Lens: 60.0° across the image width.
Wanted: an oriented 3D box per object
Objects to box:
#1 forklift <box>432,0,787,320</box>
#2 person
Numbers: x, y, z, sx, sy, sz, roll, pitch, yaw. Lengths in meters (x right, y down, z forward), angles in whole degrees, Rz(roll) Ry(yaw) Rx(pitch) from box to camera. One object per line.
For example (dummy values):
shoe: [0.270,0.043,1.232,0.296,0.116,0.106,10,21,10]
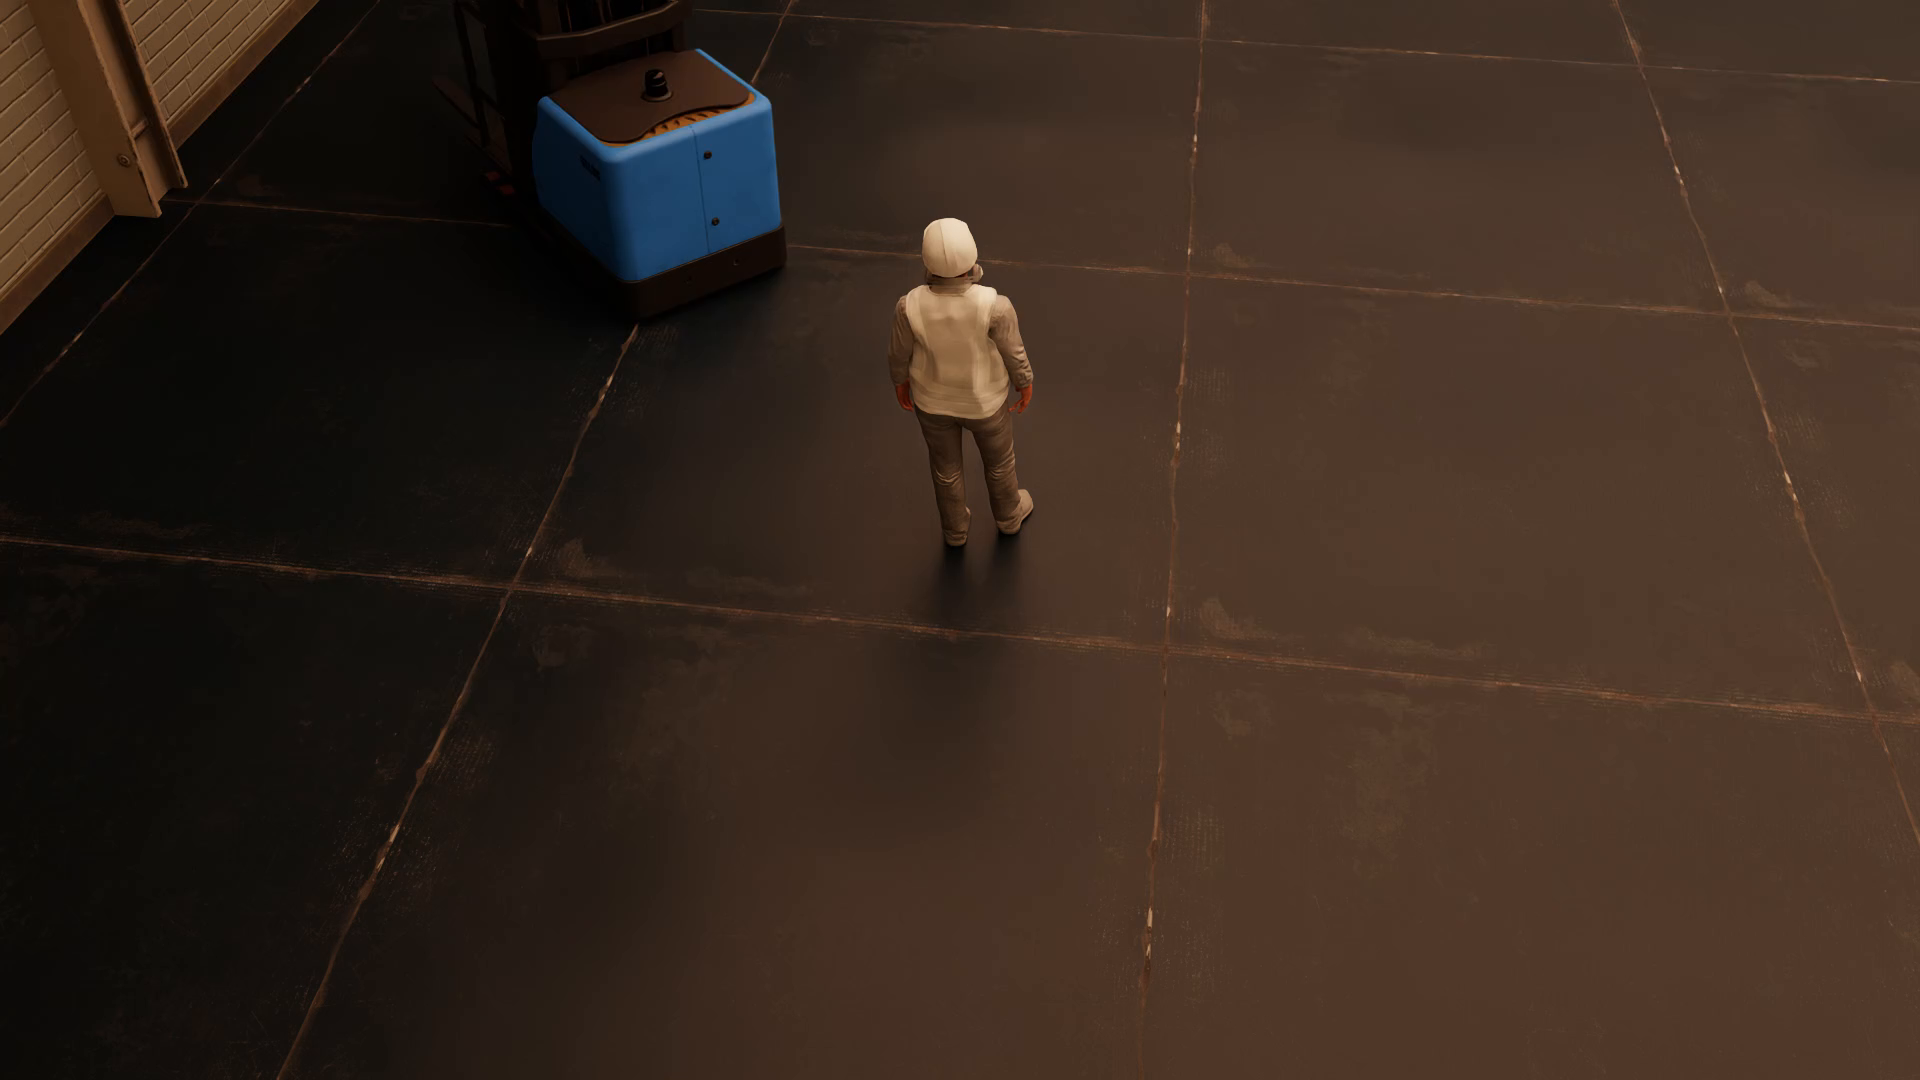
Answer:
forklift: [-2.274,-3.237,9.248,1.130,2.935,3.031,-27,49,-26]
person: [0.016,-0.700,7.330,0.633,1.774,0.568,5,43,6]
